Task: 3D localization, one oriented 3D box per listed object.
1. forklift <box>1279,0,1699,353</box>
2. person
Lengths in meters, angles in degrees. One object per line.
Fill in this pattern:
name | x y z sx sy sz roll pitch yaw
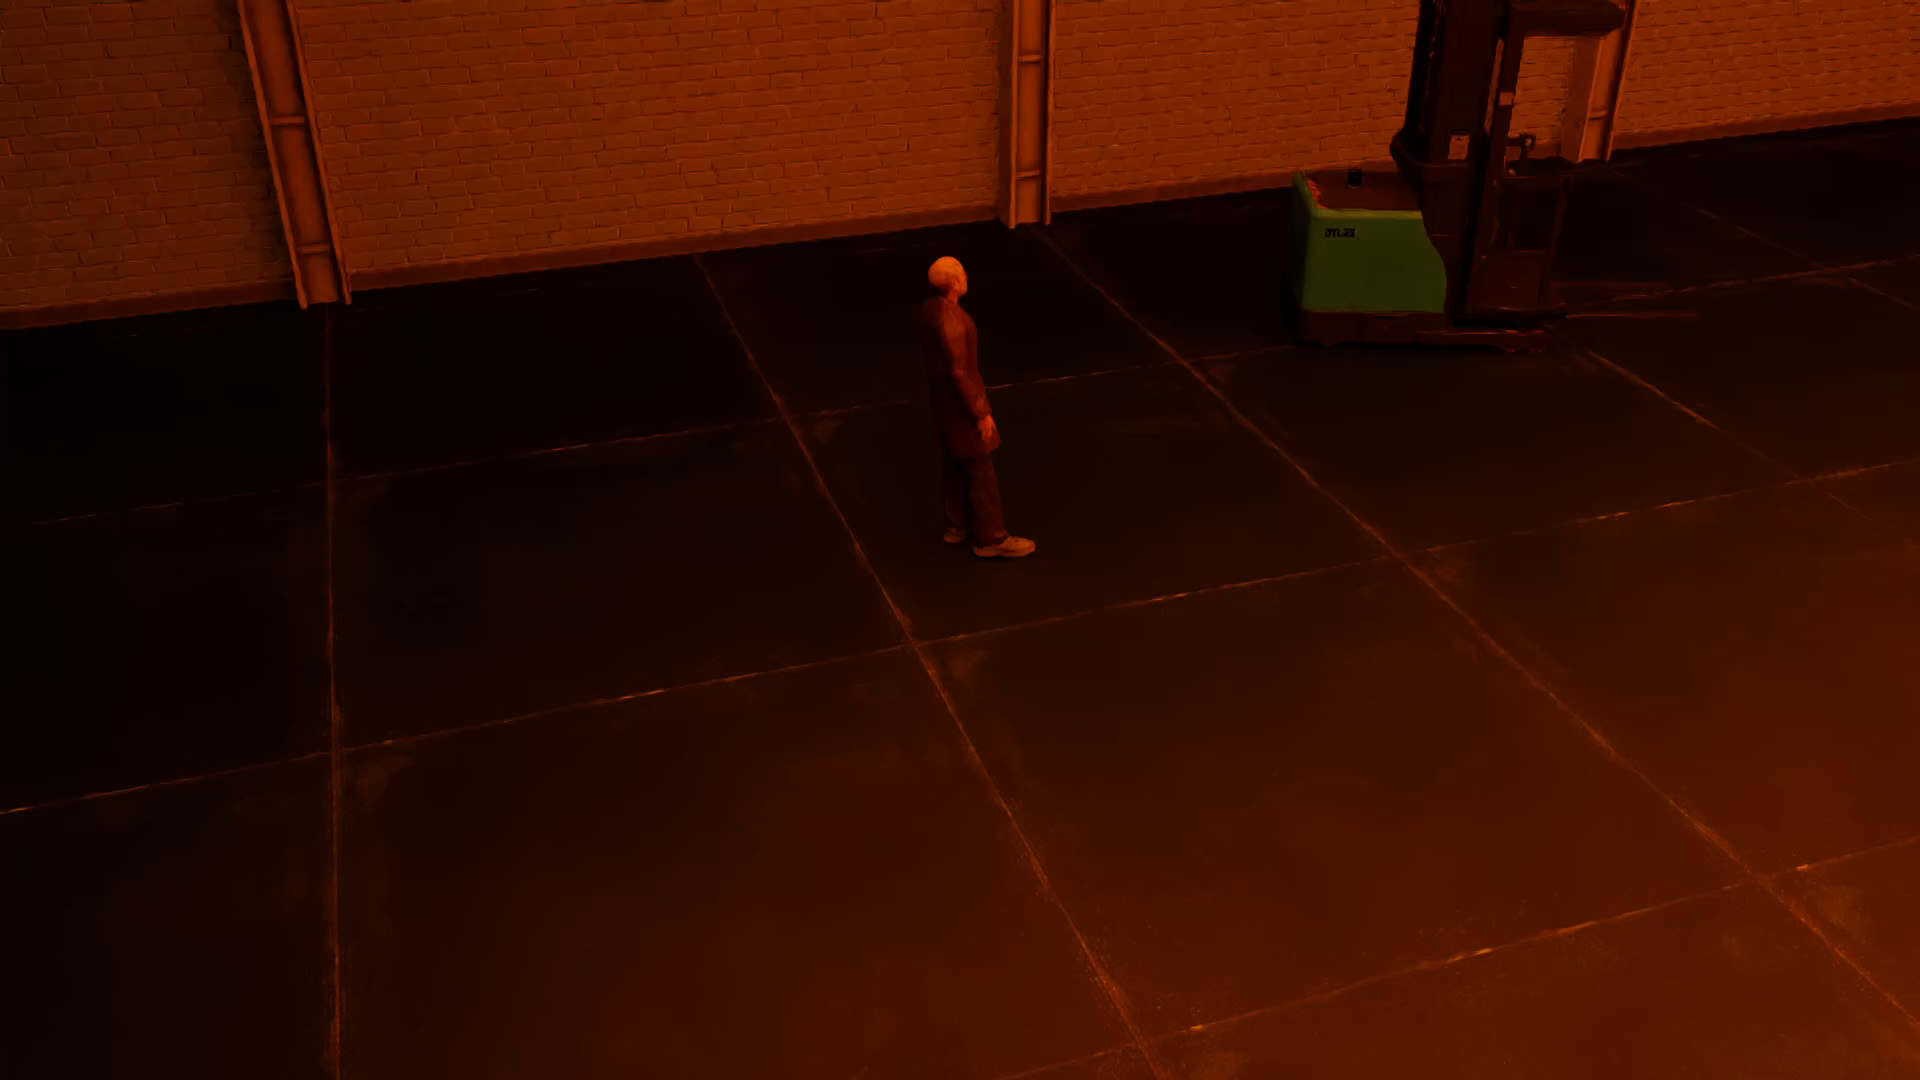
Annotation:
forklift | 4.054 -2.946 12.207 3.031 2.935 1.130 1 30 1
person | 0.088 -0.789 9.600 0.580 1.776 0.694 -10 31 -16
